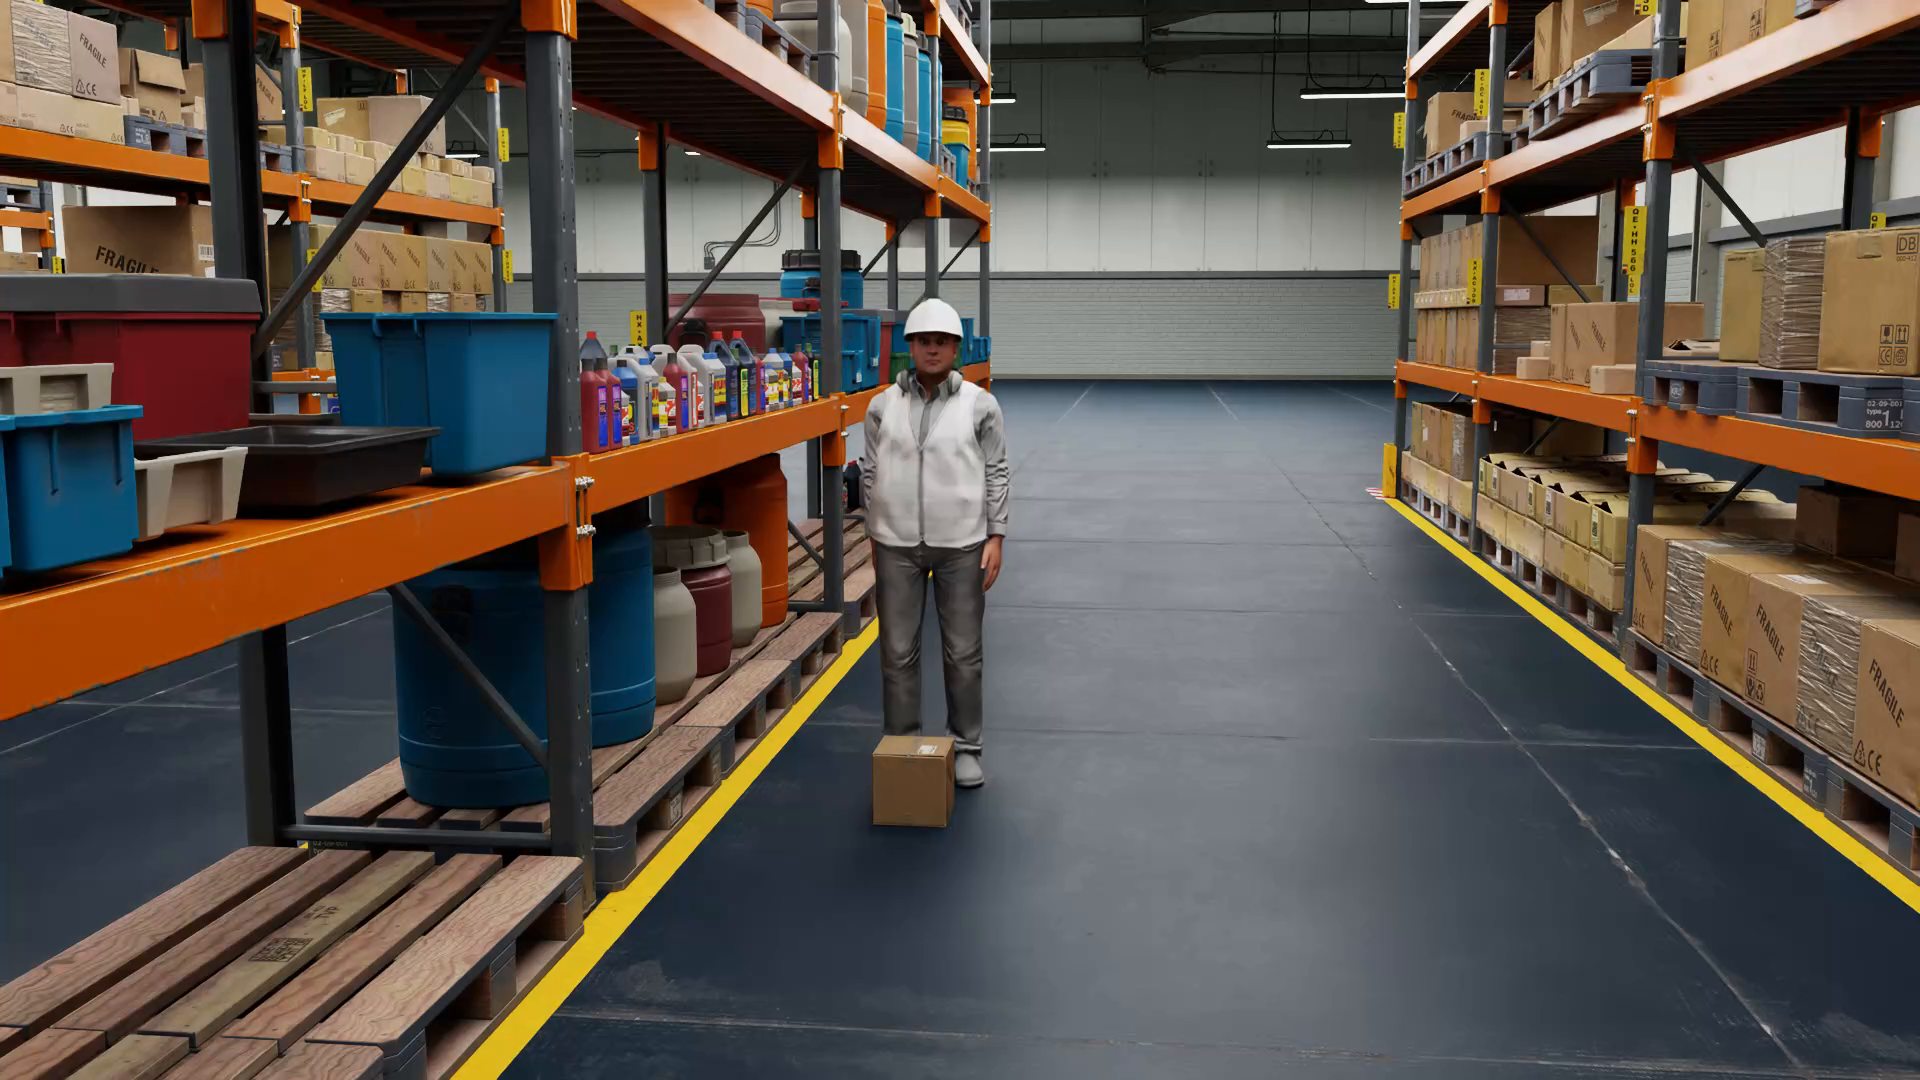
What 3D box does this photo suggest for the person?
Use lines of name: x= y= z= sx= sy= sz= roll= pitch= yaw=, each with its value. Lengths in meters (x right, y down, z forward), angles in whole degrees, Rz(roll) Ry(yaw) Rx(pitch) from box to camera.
person: x=-0.094 y=0.014 z=6.089 sx=0.542 sy=1.776 sz=0.367 roll=1 pitch=8 yaw=7
